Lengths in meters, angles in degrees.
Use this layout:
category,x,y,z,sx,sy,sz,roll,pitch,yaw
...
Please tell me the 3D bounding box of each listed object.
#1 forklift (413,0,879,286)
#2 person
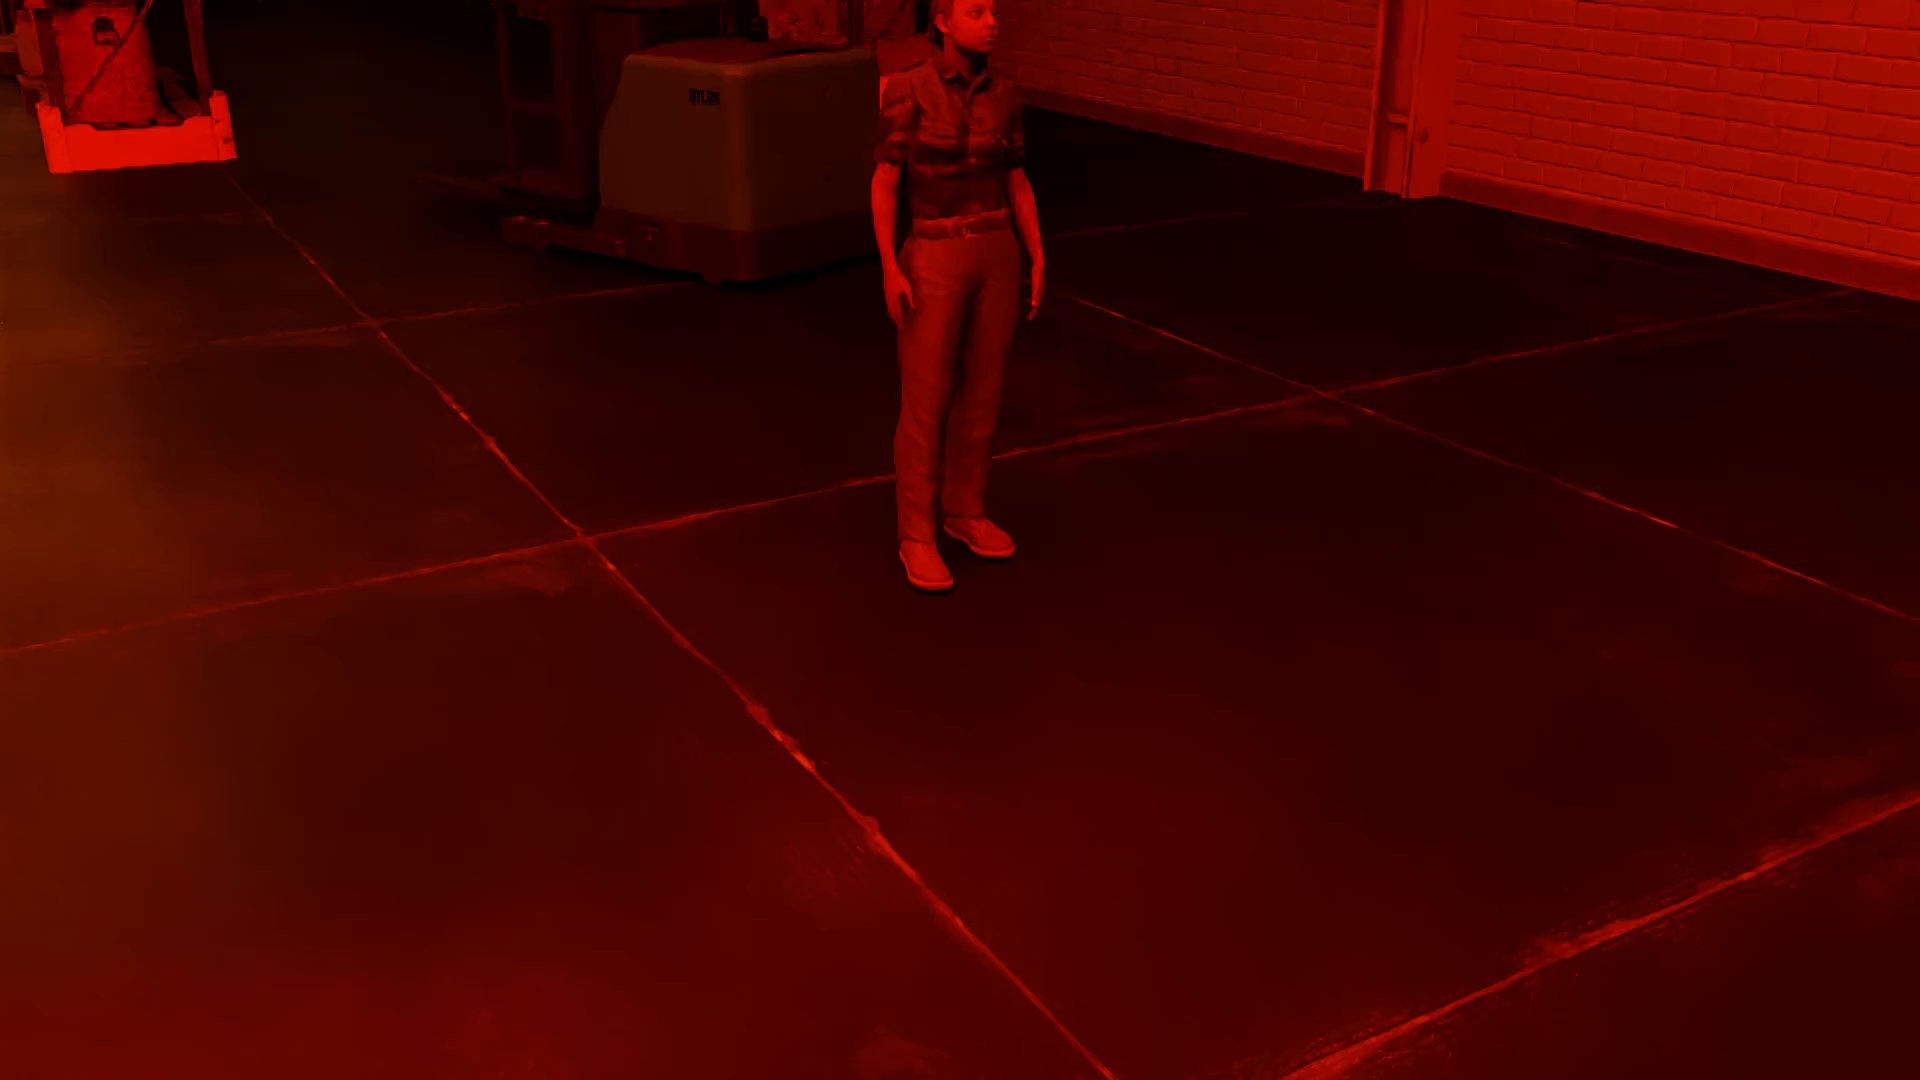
category,x,y,z,sx,sy,sz,roll,pitch,yaw
forklift,-1.847,-3.031,8.661,3.031,2.935,1.130,18,28,36
person,0.027,-0.739,4.738,0.570,1.654,0.503,-12,25,-28
